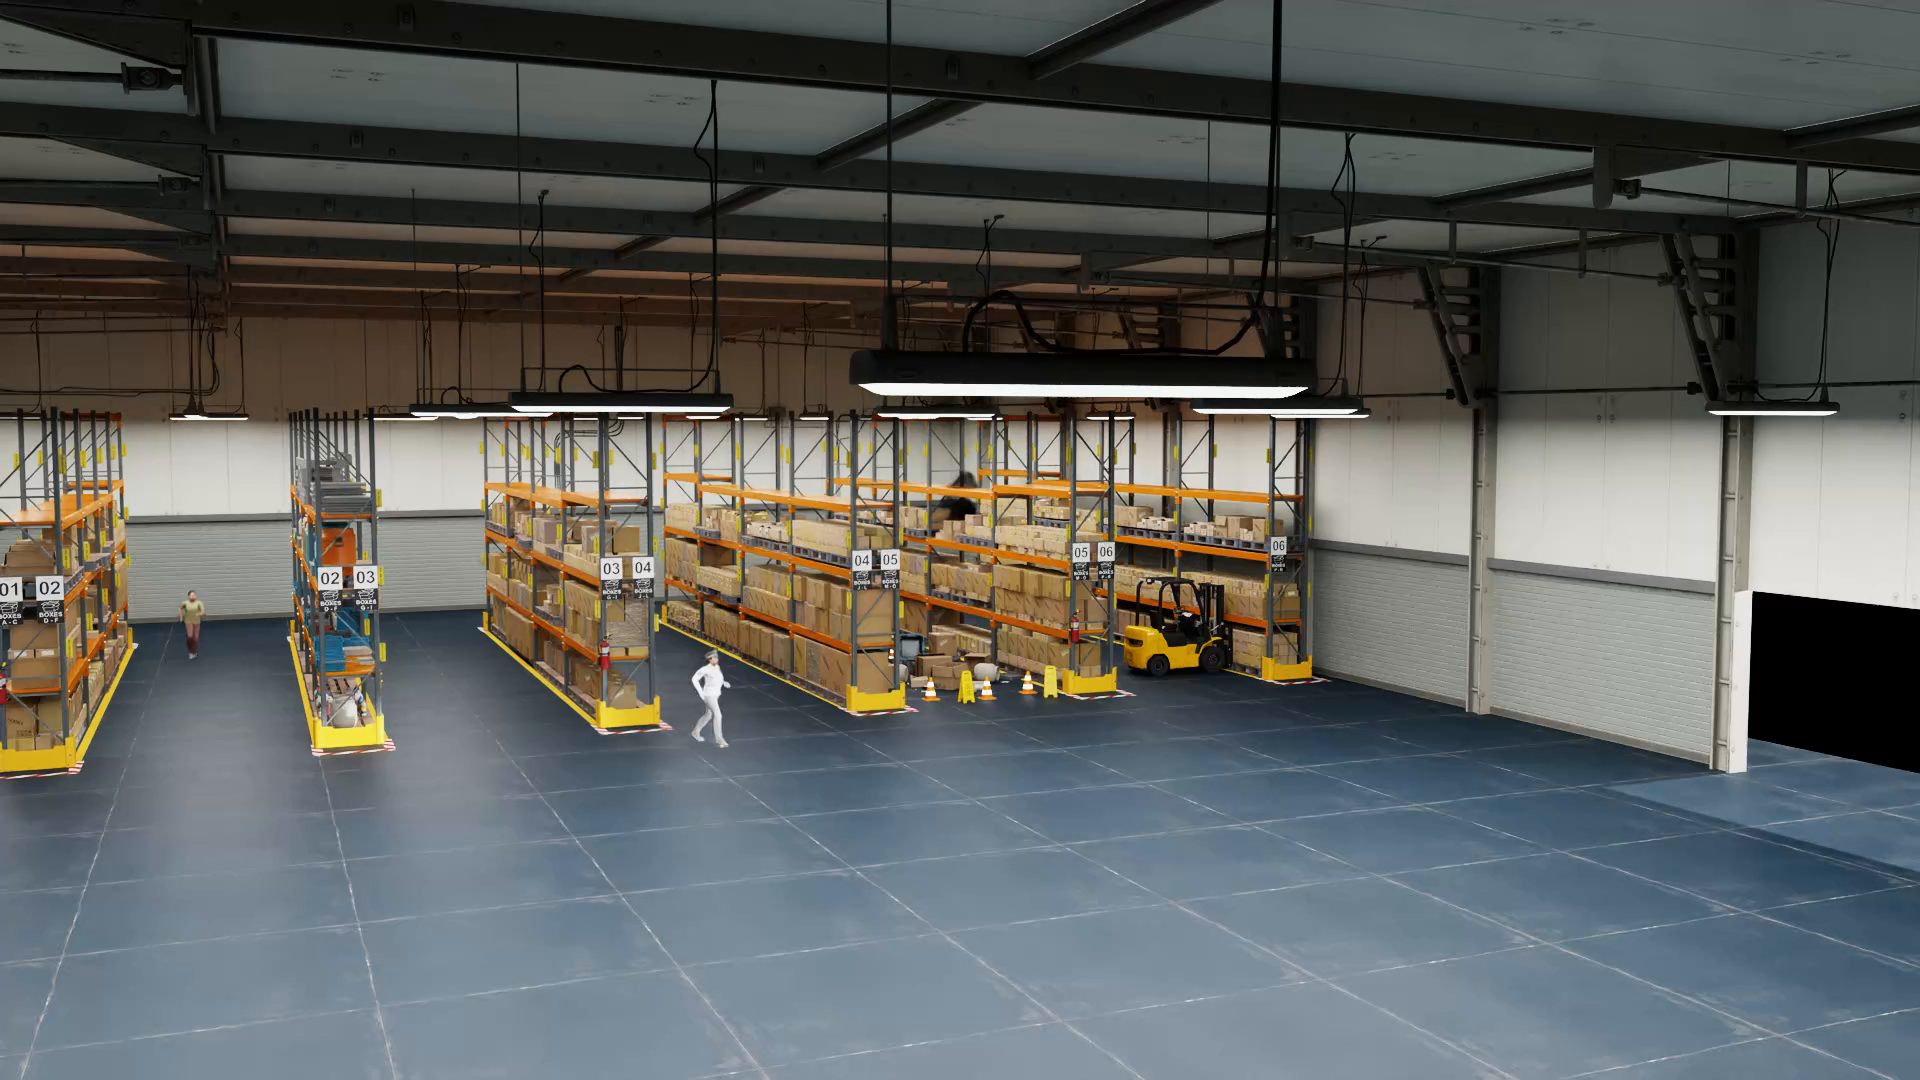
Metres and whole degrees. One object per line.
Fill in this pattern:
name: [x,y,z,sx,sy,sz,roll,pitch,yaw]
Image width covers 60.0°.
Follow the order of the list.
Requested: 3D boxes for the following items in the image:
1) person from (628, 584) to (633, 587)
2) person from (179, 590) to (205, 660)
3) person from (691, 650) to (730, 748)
person: [-8.593,1.693,44.726,0.673,1.816,0.787,-2,4,-21]
person: [-18.647,2.061,40.416,0.541,1.691,0.779,-3,5,-33]
person: [-4.438,2.808,29.590,0.799,1.726,0.606,1,4,20]
